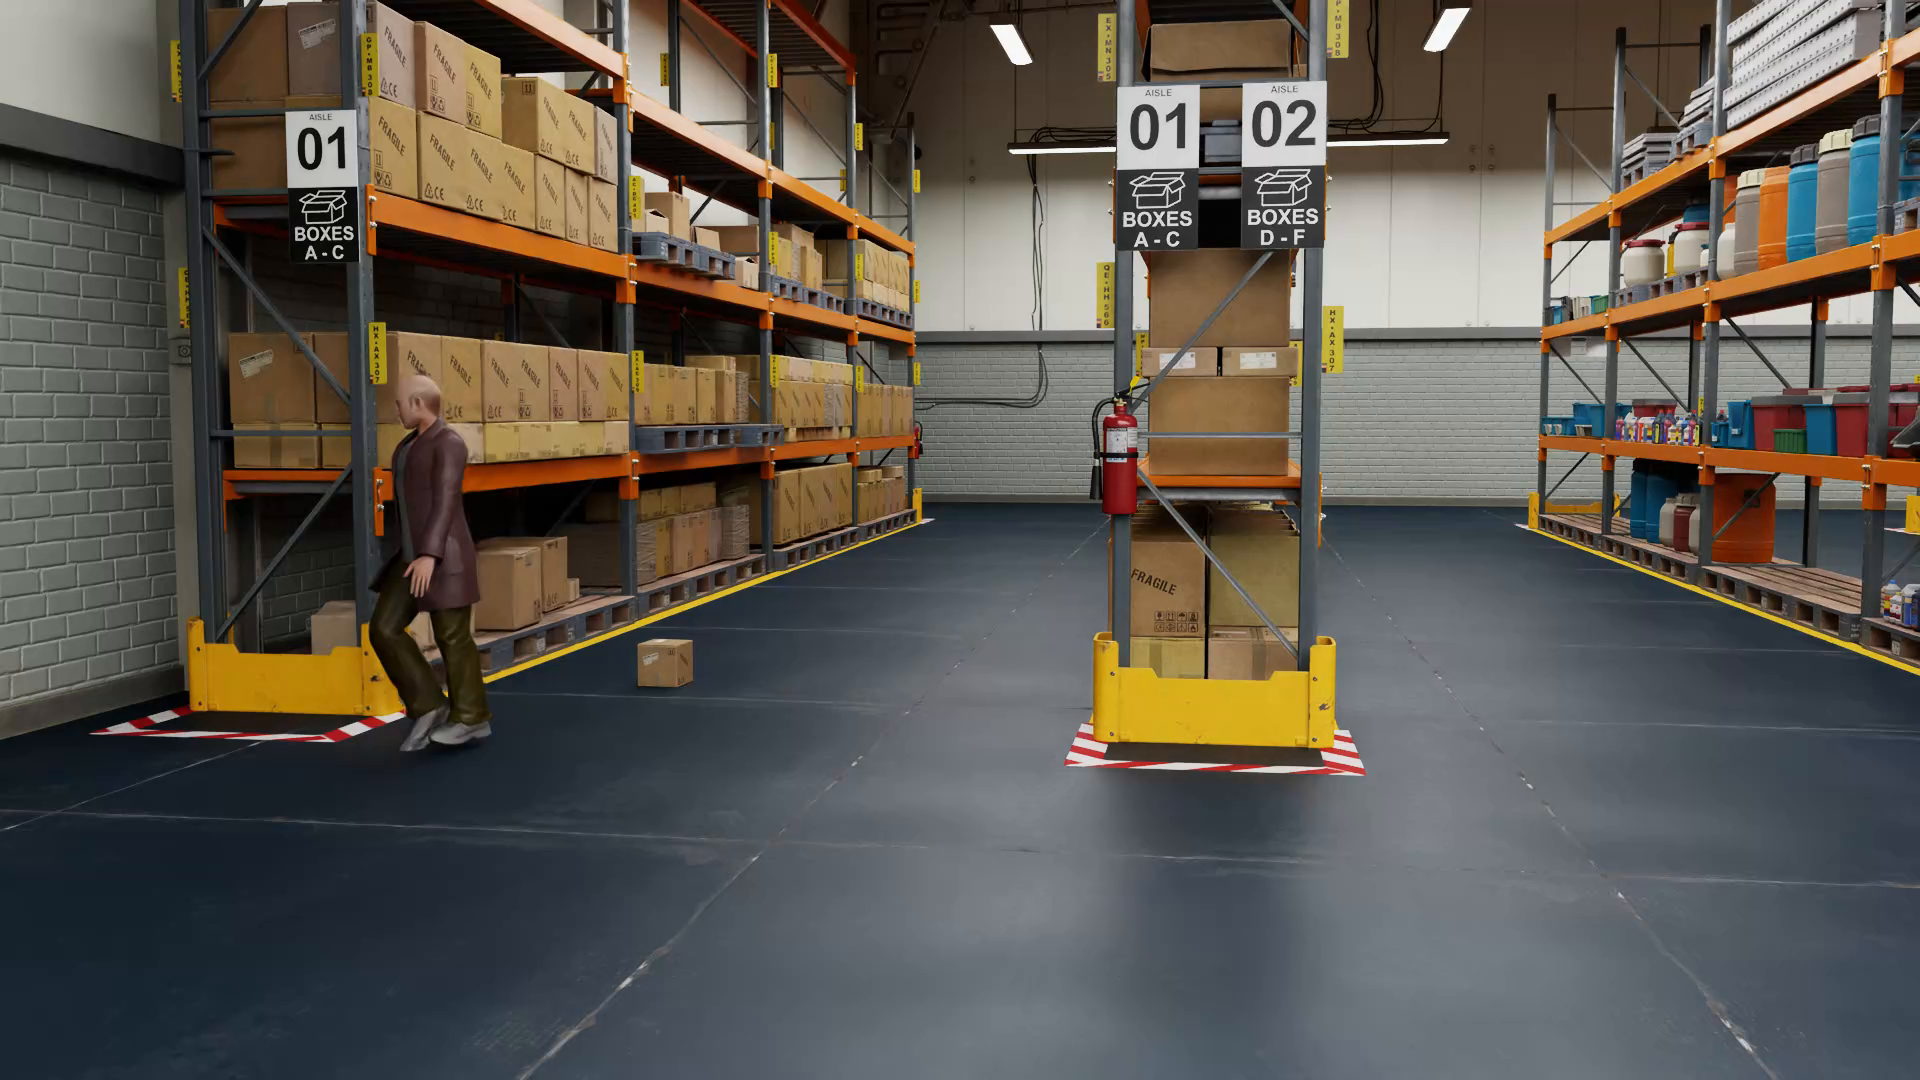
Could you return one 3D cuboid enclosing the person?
[{"bbox_3d":[-2.541,0.135,7.969,0.654,1.844,0.545,4,6,42],"label":"person"}]
